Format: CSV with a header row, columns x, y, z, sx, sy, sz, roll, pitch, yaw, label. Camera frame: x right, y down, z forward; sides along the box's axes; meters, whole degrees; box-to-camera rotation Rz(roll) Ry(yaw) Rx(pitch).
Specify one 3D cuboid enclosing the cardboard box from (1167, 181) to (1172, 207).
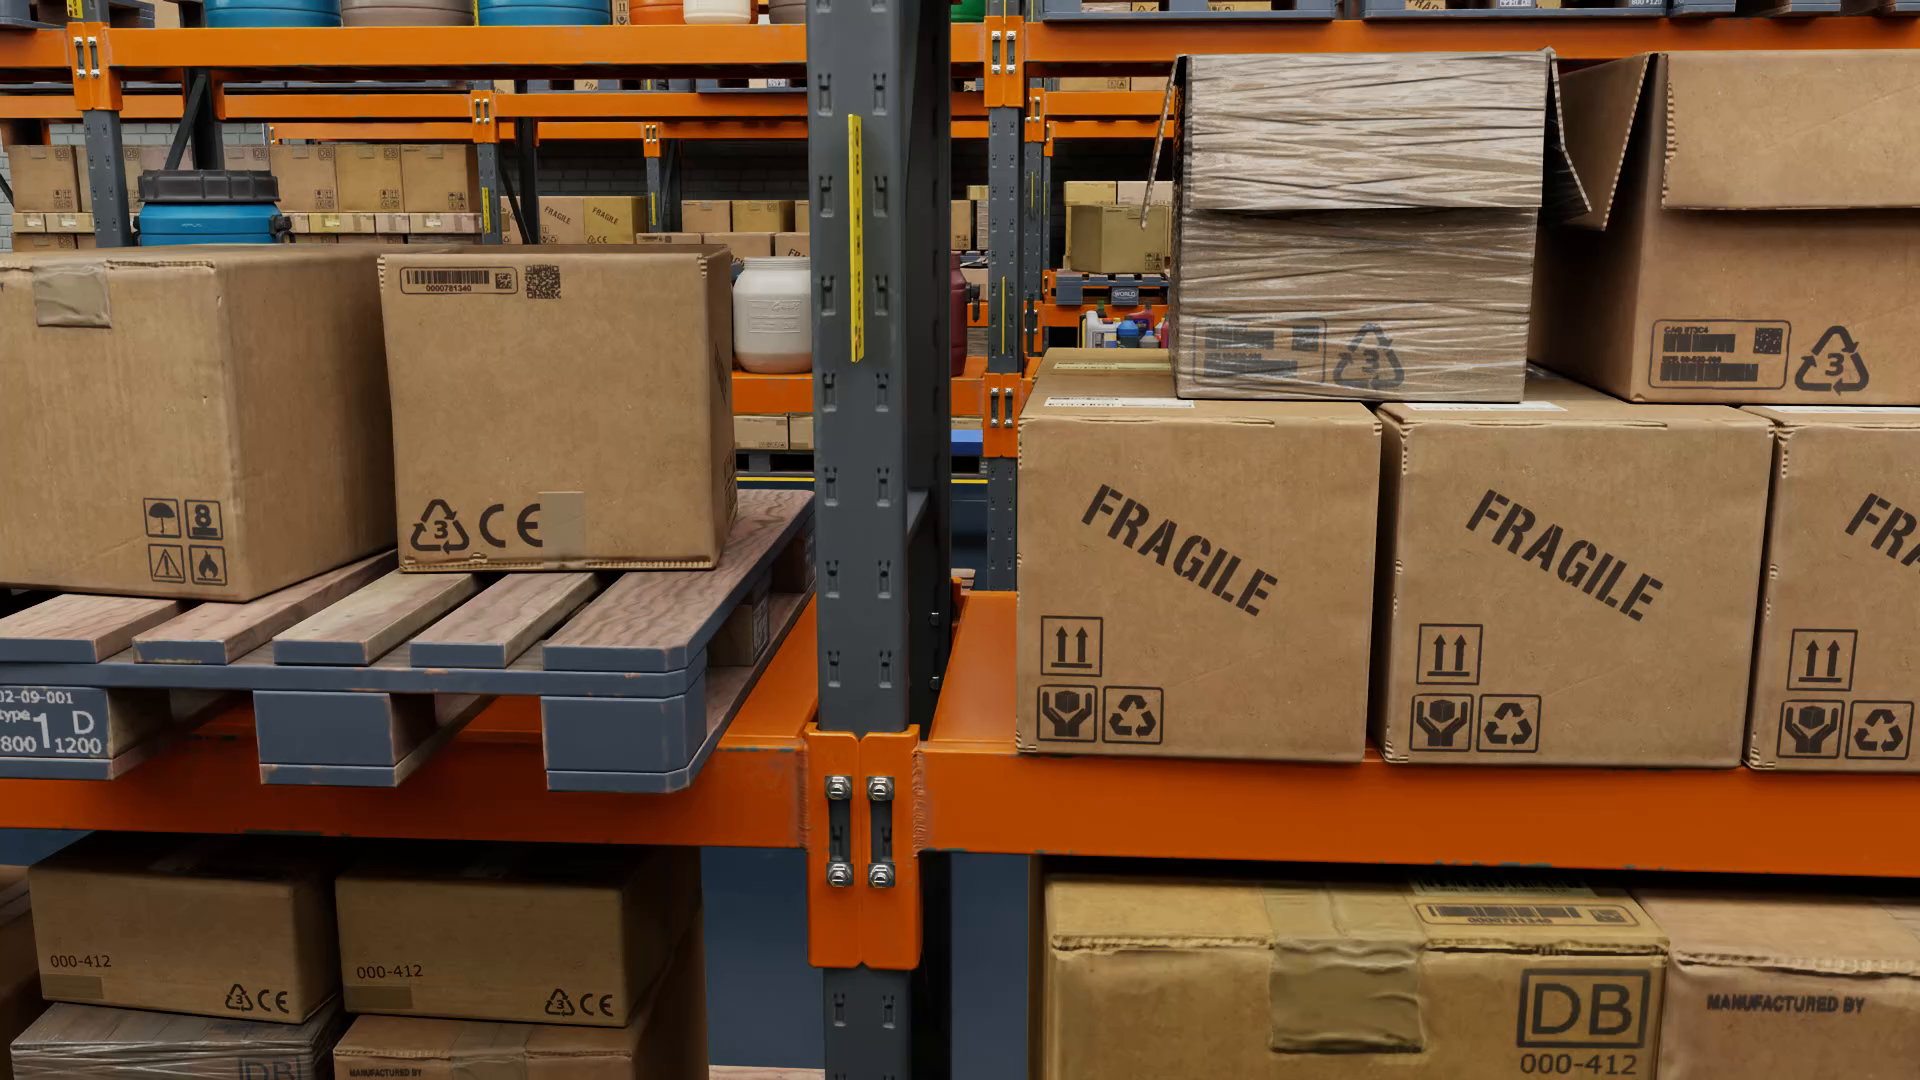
x,y,z,sx,sy,sz,roll,pitch,yaw,label
2.351,-3.526,16.946,0.500,0.250,0.500,1,12,4,cardboard box

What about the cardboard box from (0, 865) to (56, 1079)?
x,y,z,sx,sy,sz,roll,pitch,yaw,label
-1.904,1.001,3.187,0.500,0.500,0.700,2,12,9,cardboard box

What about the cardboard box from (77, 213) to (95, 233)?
x,y,z,sx,sy,sz,roll,pitch,yaw,label
-6.540,-2.434,12.751,0.250,0.149,0.380,1,12,4,cardboard box

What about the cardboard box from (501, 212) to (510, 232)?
x,y,z,sx,sy,sz,roll,pitch,yaw,label
-3.694,-2.479,12.964,0.250,0.149,0.380,1,12,4,cardboard box

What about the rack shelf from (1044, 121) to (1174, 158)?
x,y,z,sx,sy,sz,roll,pitch,yaw,label
2.875,-4.115,17.046,4.000,0.370,1.077,1,12,4,rack shelf

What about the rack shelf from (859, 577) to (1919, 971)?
x,y,z,sx,sy,sz,roll,pitch,yaw,label
1.882,0.389,2.841,4.000,0.370,1.077,1,12,4,rack shelf

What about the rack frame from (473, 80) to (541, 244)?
x,y,z,sx,sy,sz,roll,pitch,yaw,label
-3.439,-2.069,12.834,0.127,3.000,1.000,1,12,4,rack frame

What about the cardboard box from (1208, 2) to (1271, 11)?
x,y,z,sx,sy,sz,roll,pitch,yaw,label
2.005,-4.000,12.051,0.500,0.500,0.500,1,12,4,cardboard box

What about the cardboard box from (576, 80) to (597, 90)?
x,y,z,sx,sy,sz,roll,pitch,yaw,label
-3.634,-4.565,17.145,0.500,0.500,0.500,1,12,5,cardboard box

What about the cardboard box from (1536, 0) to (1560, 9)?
x,y,z,sx,sy,sz,roll,pitch,yaw,label
4.046,-3.753,12.045,0.600,0.600,0.600,0,12,-2,cardboard box

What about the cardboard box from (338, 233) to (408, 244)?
x,y,z,sx,sy,sz,roll,pitch,yaw,label
-4.408,-2.129,12.875,0.500,0.500,0.700,1,12,3,cardboard box

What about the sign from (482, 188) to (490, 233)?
x,y,z,sx,sy,sz,roll,pitch,yaw,label
-3.474,-2.418,12.195,0.005,0.325,0.100,1,12,4,sign

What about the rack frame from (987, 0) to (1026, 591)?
x,y,z,sx,sy,sz,roll,pitch,yaw,label
0.218,-1.003,7.735,0.127,3.000,1.000,1,12,4,rack frame

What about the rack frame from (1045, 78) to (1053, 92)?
x,y,z,sx,sy,sz,roll,pitch,yaw,label
0.880,-5.963,16.796,0.127,3.000,1.000,1,12,4,rack frame

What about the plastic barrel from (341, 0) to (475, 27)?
x,y,z,sx,sy,sz,roll,pitch,yaw,label
-2.599,-2.799,7.774,0.600,0.901,0.600,0,12,0,plastic barrel

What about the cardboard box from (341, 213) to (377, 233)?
x,y,z,sx,sy,sz,roll,pitch,yaw,label
-4.494,-2.406,12.615,0.250,0.149,0.380,1,12,4,cardboard box

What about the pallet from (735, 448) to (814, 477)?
x,y,z,sx,sy,sz,roll,pitch,yaw,label
-1.480,-0.686,13.032,1.213,0.211,1.003,1,12,4,pallet

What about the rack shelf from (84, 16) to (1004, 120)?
x,y,z,sx,sy,sz,roll,pitch,yaw,label
-1.778,-2.146,7.633,4.000,0.370,1.077,1,12,4,rack shelf

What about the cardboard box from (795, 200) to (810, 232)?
x,y,z,sx,sy,sz,roll,pitch,yaw,label
-1.390,-3.320,17.494,0.500,0.500,0.700,2,12,12,cardboard box

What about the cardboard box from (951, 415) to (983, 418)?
x,y,z,sx,sy,sz,roll,pitch,yaw,label
0.013,-1.106,12.547,0.500,0.311,0.500,1,12,5,cardboard box

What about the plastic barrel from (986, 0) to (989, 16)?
x,y,z,sx,sy,sz,roll,pitch,yaw,label
-0.072,-2.592,7.736,0.421,0.512,0.421,0,12,0,plastic barrel

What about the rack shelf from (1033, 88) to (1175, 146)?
x,y,z,sx,sy,sz,roll,pitch,yaw,label
2.548,-3.103,12.208,4.000,0.370,1.077,1,12,4,rack shelf

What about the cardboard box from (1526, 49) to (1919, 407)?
x,y,z,sx,sy,sz,roll,pitch,yaw,label
1.265,-0.508,2.676,0.637,0.503,0.797,1,12,5,cardboard box

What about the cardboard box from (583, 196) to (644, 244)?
x,y,z,sx,sy,sz,roll,pitch,yaw,label
-3.604,-3.328,17.338,0.500,0.500,0.500,1,12,4,cardboard box

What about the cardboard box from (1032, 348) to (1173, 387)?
x,y,z,sx,sy,sz,roll,pitch,yaw,label
0.396,-0.084,3.098,0.500,0.500,0.500,1,12,6,cardboard box

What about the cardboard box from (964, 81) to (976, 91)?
x,y,z,sx,sy,sz,roll,pitch,yaw,label
0.177,-4.610,17.363,0.500,0.500,0.500,1,12,4,cardboard box

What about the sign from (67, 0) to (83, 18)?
x,y,z,sx,sy,sz,roll,pitch,yaw,label
-3.821,-2.418,7.152,0.005,0.325,0.100,1,12,4,sign

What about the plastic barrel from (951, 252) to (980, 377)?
x,y,z,sx,sy,sz,roll,pitch,yaw,label
-0.266,-1.014,7.456,0.708,0.536,0.600,1,12,4,plastic barrel

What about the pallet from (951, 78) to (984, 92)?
x,y,z,sx,sy,sz,roll,pitch,yaw,label
-0.131,-3.381,12.242,1.003,0.211,1.213,1,12,6,pallet

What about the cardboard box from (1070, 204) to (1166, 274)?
x,y,z,sx,sy,sz,roll,pitch,yaw,label
1.188,-2.283,12.588,0.500,0.500,0.700,-3,12,-15,cardboard box

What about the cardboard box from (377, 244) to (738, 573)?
x,y,z,sx,sy,sz,roll,pitch,yaw,label
-0.655,-0.245,2.841,0.500,0.500,0.500,-1,12,-3,cardboard box

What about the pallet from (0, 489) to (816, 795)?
x,y,z,sx,sy,sz,roll,pitch,yaw,label
-0.831,0.115,2.860,1.003,0.211,1.213,1,12,4,pallet

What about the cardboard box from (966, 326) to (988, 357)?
x,y,z,sx,sy,sz,roll,pitch,yaw,label
0.158,-2.018,17.618,0.500,0.500,0.700,1,12,5,cardboard box

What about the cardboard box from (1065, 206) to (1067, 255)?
x,y,z,sx,sy,sz,roll,pitch,yaw,label
1.369,-3.278,17.595,0.500,0.500,0.500,1,12,4,cardboard box

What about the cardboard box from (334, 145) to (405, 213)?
x,y,z,sx,sy,sz,roll,pitch,yaw,label
-4.386,-2.765,12.746,0.500,0.500,0.700,1,12,4,cardboard box

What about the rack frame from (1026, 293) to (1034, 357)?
x,y,z,sx,sy,sz,roll,pitch,yaw,label
0.422,-0.728,10.087,0.032,1.500,0.500,1,12,4,rack frame

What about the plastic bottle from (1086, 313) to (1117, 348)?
x,y,z,sx,sy,sz,roll,pitch,yaw,label
0.628,-0.870,7.404,0.135,0.276,0.152,1,12,4,plastic bottle

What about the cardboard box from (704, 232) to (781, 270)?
x,y,z,sx,sy,sz,roll,pitch,yaw,label
-1.648,-2.090,12.691,0.500,0.500,0.500,1,12,4,cardboard box

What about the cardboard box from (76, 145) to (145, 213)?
x,y,z,sx,sy,sz,roll,pitch,yaw,label
-6.387,-2.792,12.877,0.500,0.500,0.700,0,12,2,cardboard box

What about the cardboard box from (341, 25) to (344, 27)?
x,y,z,sx,sy,sz,roll,pitch,yaw,label
-4.462,-3.836,12.805,0.500,0.311,0.500,0,12,1,cardboard box

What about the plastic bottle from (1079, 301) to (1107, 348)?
x,y,z,sx,sy,sz,roll,pitch,yaw,label
0.650,-1.027,8.137,0.133,0.283,0.061,1,12,4,plastic bottle

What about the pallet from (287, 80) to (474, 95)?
x,y,z,sx,sy,sz,roll,pitch,yaw,label
-4.291,-3.500,12.567,1.213,0.211,1.003,1,12,4,pallet

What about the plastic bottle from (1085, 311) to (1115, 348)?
x,y,z,sx,sy,sz,roll,pitch,yaw,label
0.638,-0.901,7.552,0.135,0.276,0.152,1,12,4,plastic bottle

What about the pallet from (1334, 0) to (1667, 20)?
x,y,z,sx,sy,sz,roll,pitch,yaw,label
2.288,-2.329,7.213,1.213,0.211,1.003,1,12,4,pallet

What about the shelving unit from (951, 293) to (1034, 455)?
x,y,z,sx,sy,sz,roll,pitch,yaw,label
-0.085,-0.735,10.120,1.048,1.500,0.538,1,12,4,shelving unit
